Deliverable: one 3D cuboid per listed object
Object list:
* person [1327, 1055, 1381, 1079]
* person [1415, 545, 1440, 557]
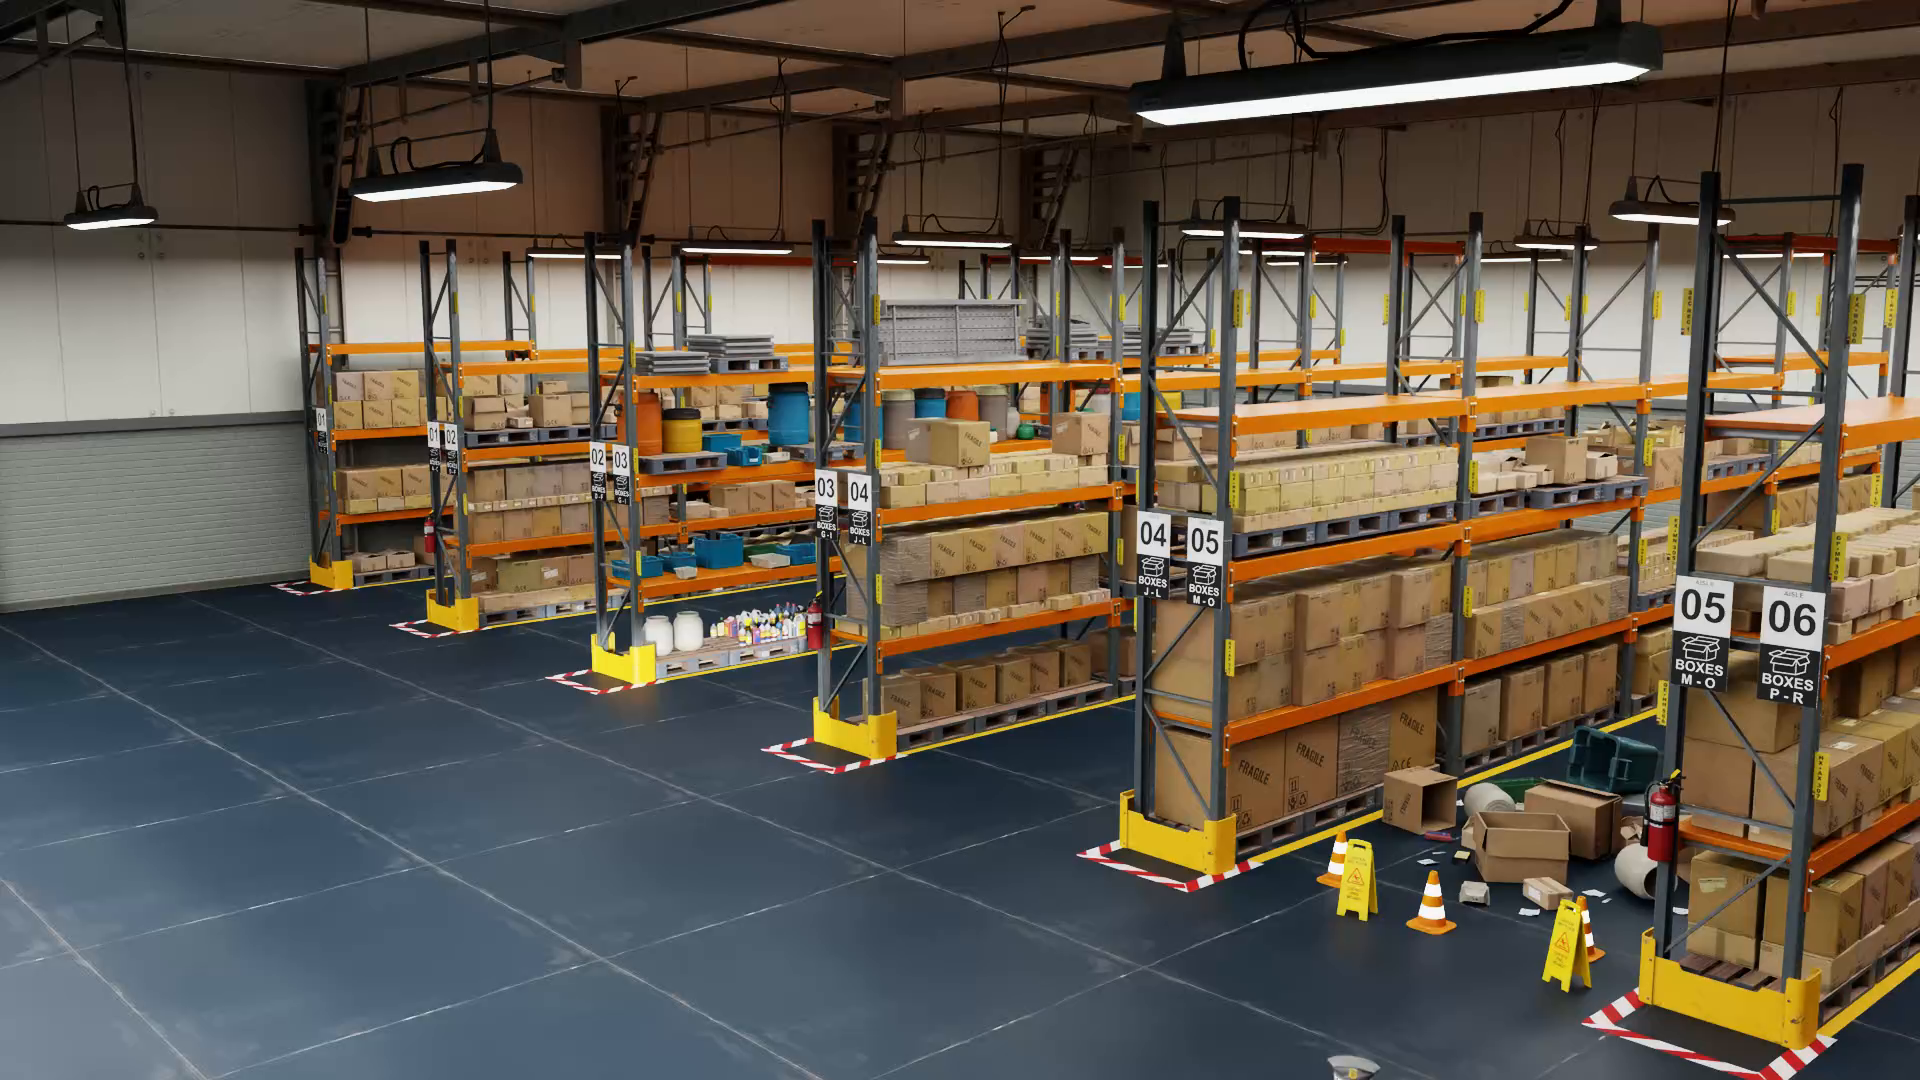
[{"bbox_3d":[1.966,3.207,8.262,0.630,1.633,0.891,2,9,15],"label":"person"},{"bbox_3d":[6.874,0.741,24.444,0.695,1.715,0.684,-7,11,-40],"label":"person"}]
